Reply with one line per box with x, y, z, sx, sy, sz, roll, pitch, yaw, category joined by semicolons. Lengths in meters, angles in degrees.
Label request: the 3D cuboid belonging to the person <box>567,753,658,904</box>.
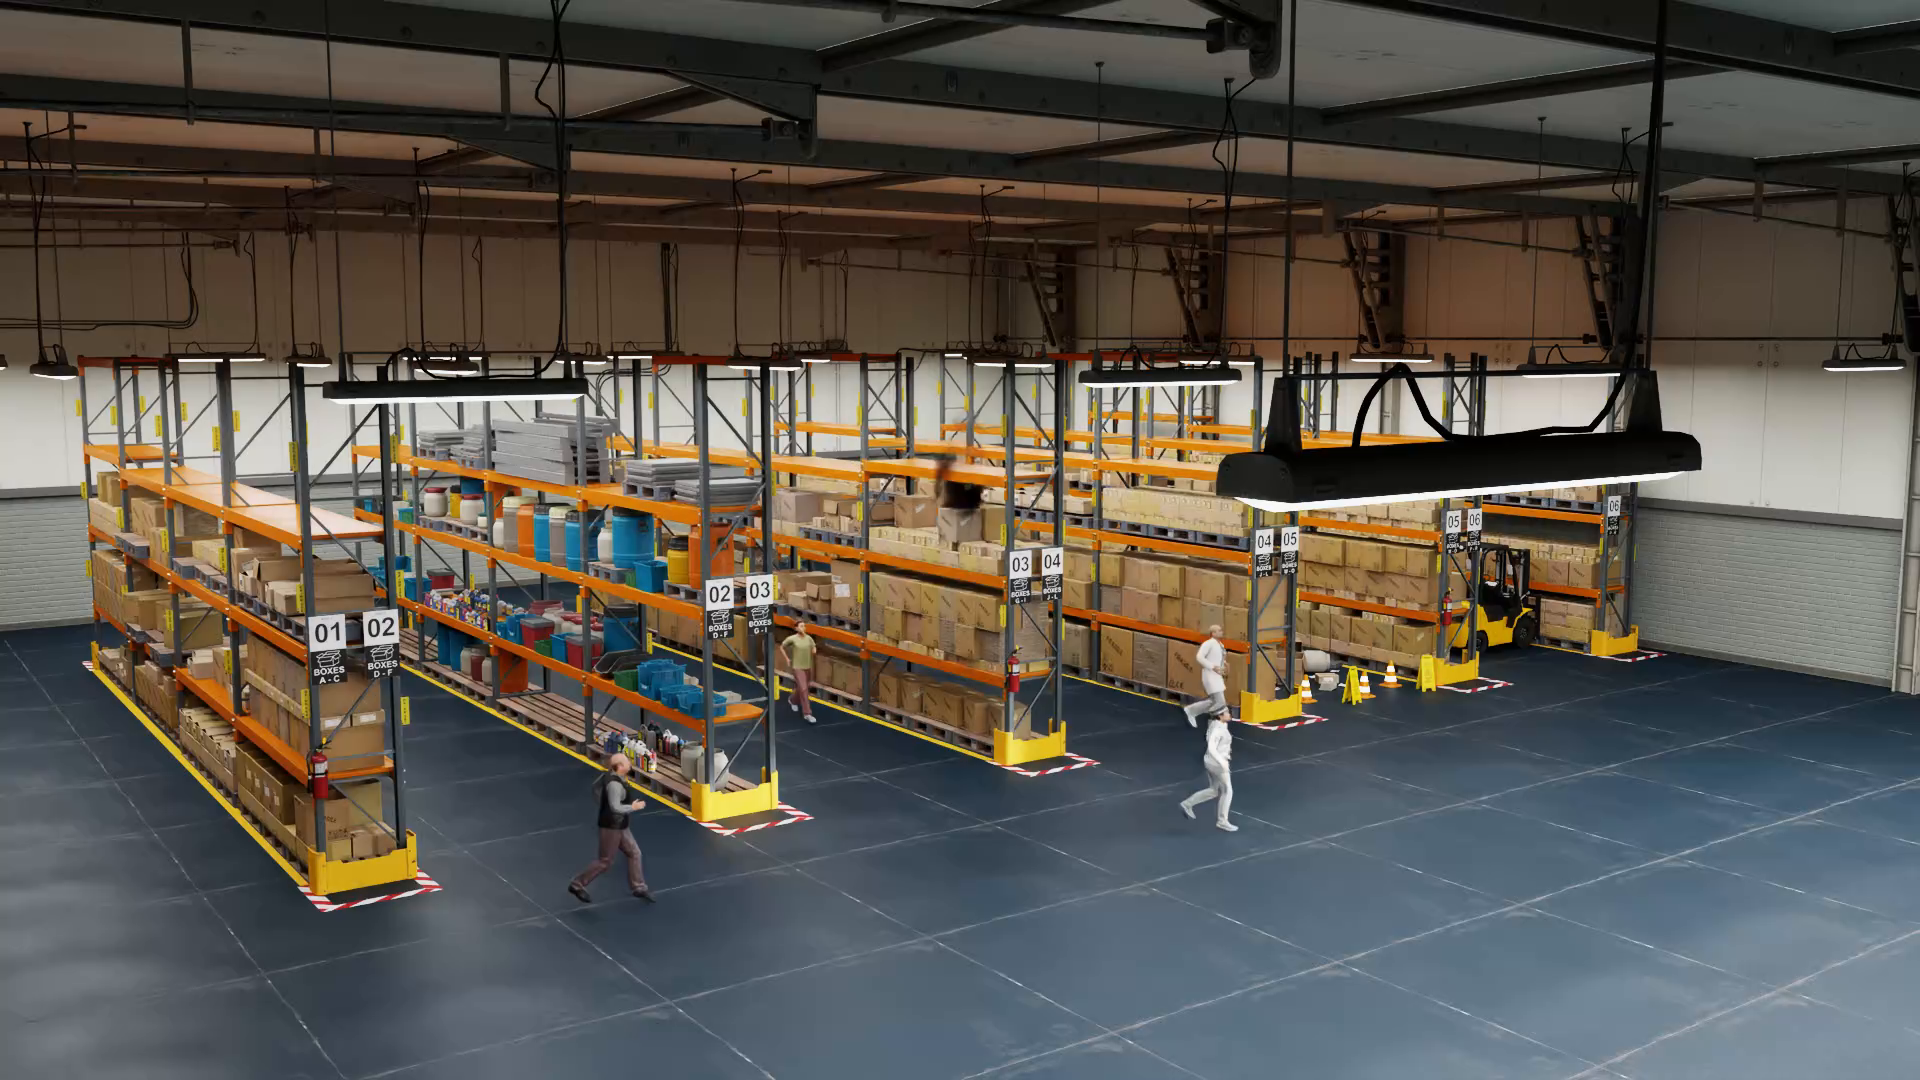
-3.891;3.241;18.545;0.983;1.751;0.674;-2;7;-12;person

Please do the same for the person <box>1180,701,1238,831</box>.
3.222;2.907;21.466;0.753;1.705;0.618;0;7;0;person

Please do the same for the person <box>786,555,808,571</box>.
-4.142;0.346;42.276;0.823;1.763;0.690;-4;8;-27;person

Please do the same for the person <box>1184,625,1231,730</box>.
4.043;2.277;26.902;0.810;1.672;0.754;4;8;31;person

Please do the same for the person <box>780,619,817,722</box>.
-2.635;2.133;27.625;0.574;1.655;0.969;-6;9;-38;person
